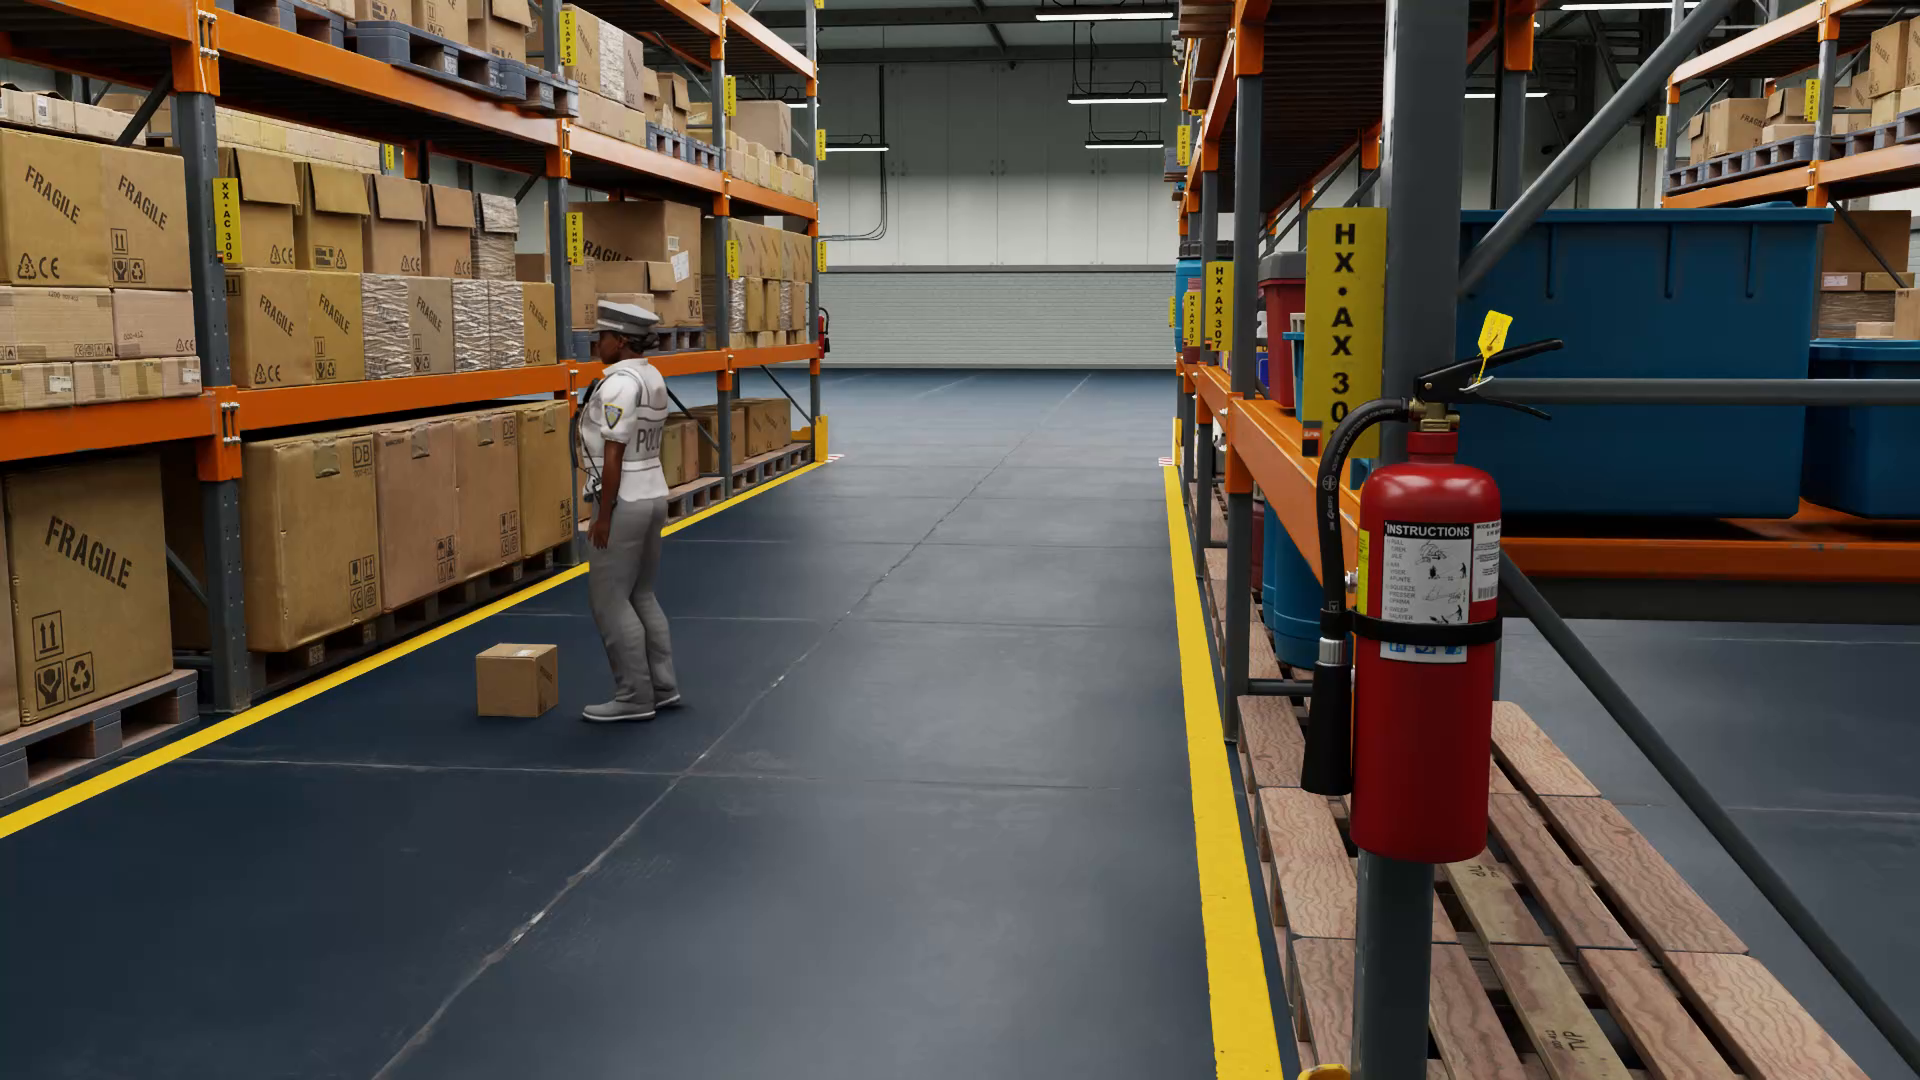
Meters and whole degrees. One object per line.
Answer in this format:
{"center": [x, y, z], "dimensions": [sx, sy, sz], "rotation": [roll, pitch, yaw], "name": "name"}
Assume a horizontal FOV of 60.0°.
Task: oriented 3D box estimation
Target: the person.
{"center": [-1.344, -0.098, 6.650], "dimensions": [0.343, 1.713, 0.436], "rotation": [1, 8, 8], "name": "person"}
